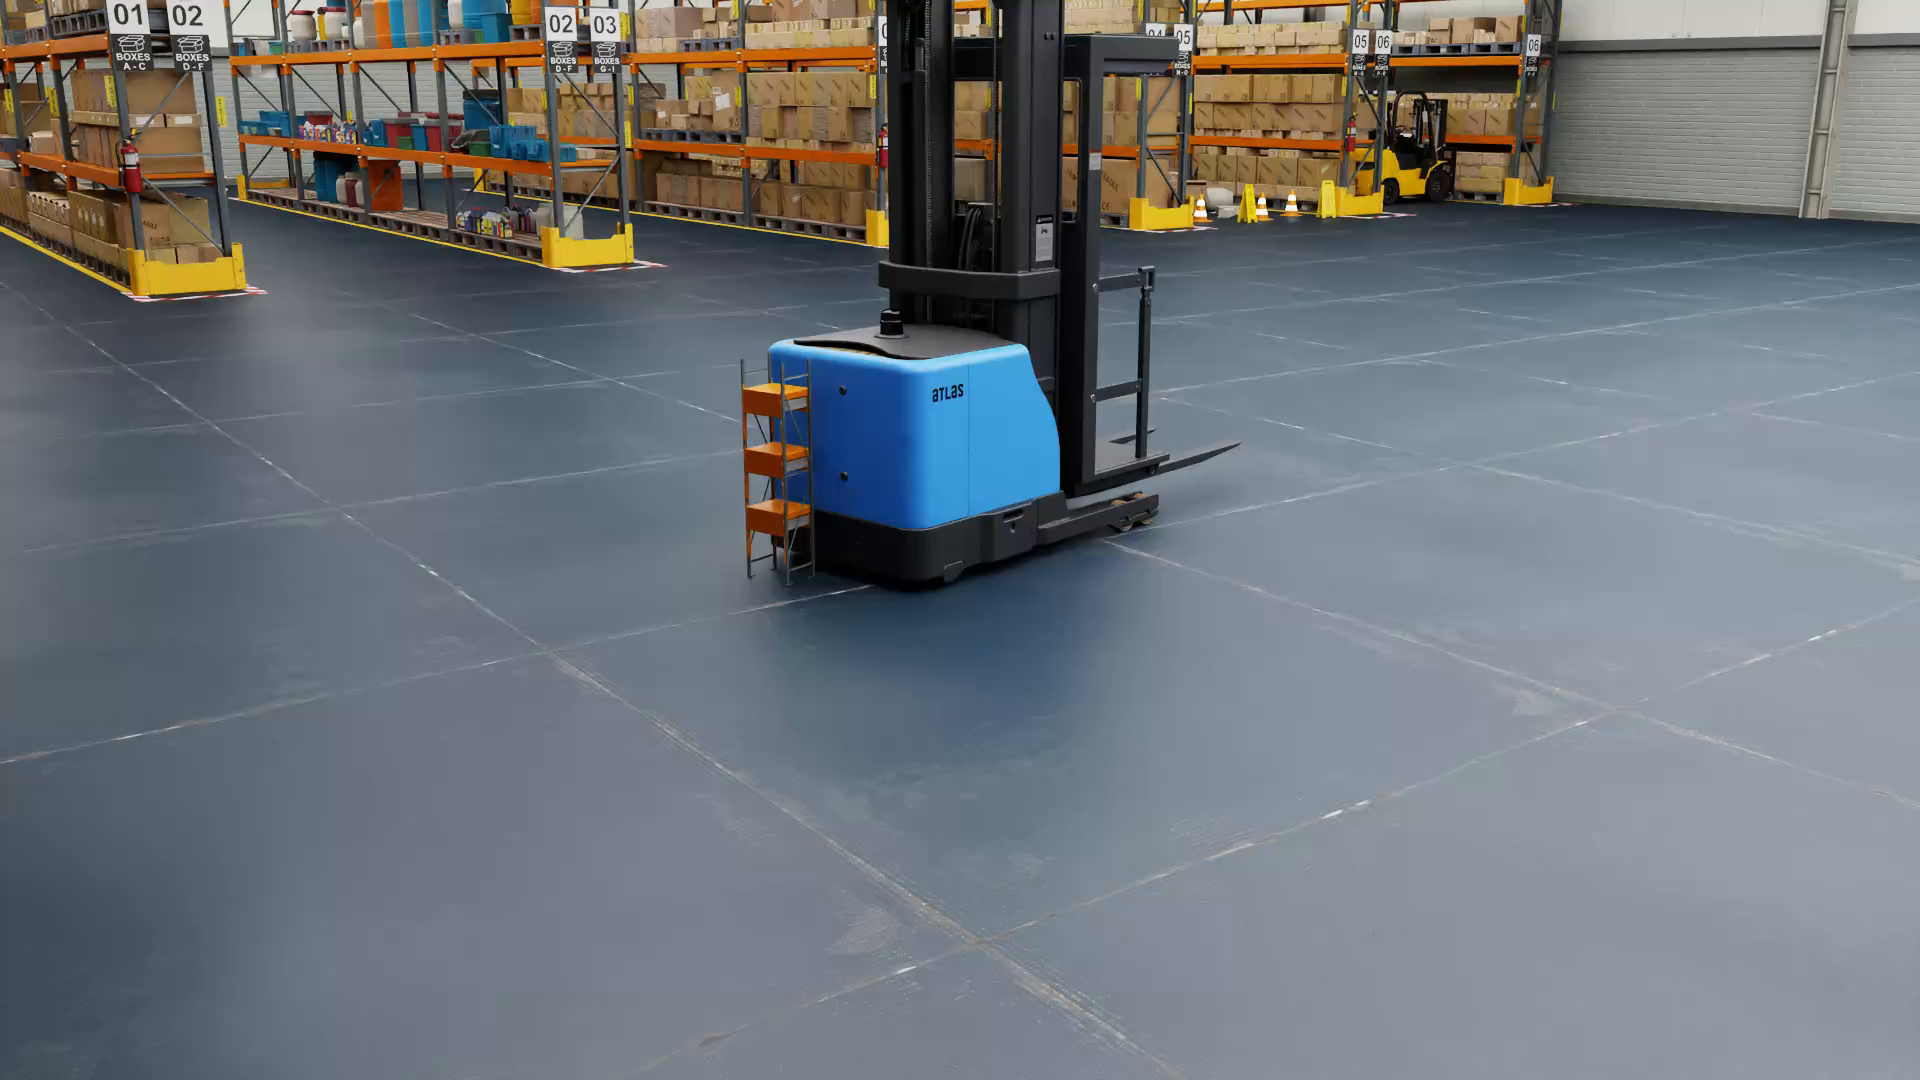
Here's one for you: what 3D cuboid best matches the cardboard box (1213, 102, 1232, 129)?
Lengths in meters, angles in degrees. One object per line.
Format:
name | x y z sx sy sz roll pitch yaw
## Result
cardboard box | 5.233 -8.175 32.008 0.500 0.500 0.500 -11 19 -35

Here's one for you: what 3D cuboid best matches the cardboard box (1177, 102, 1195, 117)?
cardboard box | 4.428 -8.681 33.063 0.500 0.500 0.500 -11 19 -36

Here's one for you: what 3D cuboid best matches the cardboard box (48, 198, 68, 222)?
cardboard box | -12.218 -4.554 22.885 0.500 0.311 0.500 -11 19 -35

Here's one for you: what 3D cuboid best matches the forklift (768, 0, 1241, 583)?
forklift | 0.414 -1.537 8.641 1.130 2.935 3.031 13 20 40

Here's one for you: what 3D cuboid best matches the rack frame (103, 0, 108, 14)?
rack frame | -8.794 -7.188 17.792 1.000 3.000 0.127 -11 19 -35

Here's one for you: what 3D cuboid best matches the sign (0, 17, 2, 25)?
sign | -13.938 -7.615 24.056 0.100 0.325 0.005 -11 19 -35

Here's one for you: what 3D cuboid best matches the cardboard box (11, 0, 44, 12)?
cardboard box | -13.749 -8.074 24.629 0.500 0.500 0.500 -11 19 -35

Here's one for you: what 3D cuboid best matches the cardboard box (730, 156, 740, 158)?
cardboard box | -5.141 -8.874 38.793 0.380 0.149 0.250 -12 19 -37

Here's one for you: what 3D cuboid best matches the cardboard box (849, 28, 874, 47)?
cardboard box | -1.268 -7.269 24.055 0.500 0.250 0.500 -10 18 -33

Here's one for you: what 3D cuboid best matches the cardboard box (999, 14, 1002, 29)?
cardboard box | 1.002 -9.055 29.030 0.500 0.250 0.500 -11 19 -34

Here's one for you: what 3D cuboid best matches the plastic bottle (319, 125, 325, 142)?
plastic bottle | -11.196 -7.160 29.289 0.152 0.276 0.135 -11 19 -35

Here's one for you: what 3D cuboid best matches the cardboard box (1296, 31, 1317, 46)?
cardboard box | 6.435 -9.065 30.051 0.500 0.250 0.500 -11 19 -35

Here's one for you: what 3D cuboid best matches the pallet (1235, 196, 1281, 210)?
pallet | 6.030 -6.480 31.852 1.003 0.211 1.213 -11 19 -35

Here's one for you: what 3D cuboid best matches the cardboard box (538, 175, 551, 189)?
cardboard box | -8.158 -7.725 34.347 0.875 0.875 0.875 -11 19 -35

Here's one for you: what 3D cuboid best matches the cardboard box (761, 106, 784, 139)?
cardboard box | -2.650 -6.659 26.472 0.875 0.500 0.500 -11 19 -35

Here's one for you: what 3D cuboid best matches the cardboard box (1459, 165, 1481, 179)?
cardboard box | 10.425 -7.422 33.479 0.500 0.250 0.500 -11 19 -35

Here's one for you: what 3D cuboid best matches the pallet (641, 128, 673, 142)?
pallet | -4.977 -7.311 29.971 1.213 0.211 1.003 -11 19 -35

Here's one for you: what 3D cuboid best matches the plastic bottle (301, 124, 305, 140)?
plastic bottle | -11.892 -7.396 30.136 0.061 0.283 0.133 -11 19 -35

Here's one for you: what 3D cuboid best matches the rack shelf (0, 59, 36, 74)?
rack shelf | -17.026 -8.384 29.206 1.077 0.370 4.000 -11 19 -35

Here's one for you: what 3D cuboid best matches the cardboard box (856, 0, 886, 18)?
cardboard box | -1.433 -8.070 24.996 0.500 0.500 0.500 -11 19 -35

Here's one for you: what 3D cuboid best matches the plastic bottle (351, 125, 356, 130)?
plastic bottle | -10.847 -7.291 29.777 0.097 0.271 0.097 0 15 0

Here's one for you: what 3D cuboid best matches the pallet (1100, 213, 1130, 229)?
pallet | 2.759 -5.393 27.881 1.003 0.211 1.213 -11 19 -35

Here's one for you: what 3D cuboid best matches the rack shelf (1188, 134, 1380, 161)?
rack shelf | 6.061 -7.450 31.475 1.077 0.370 4.000 -11 19 -35

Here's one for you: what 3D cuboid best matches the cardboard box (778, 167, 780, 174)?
cardboard box | -3.939 -8.280 37.188 0.380 0.149 0.250 -11 19 -34

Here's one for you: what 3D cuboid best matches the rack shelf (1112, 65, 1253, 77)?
rack shelf | 5.370 -11.376 40.138 1.077 0.370 4.000 -11 19 -35

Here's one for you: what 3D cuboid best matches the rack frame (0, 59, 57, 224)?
rack frame | -15.850 -6.857 27.947 1.000 3.000 0.127 -11 19 -35

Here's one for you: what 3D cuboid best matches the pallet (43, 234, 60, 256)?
pallet | -12.332 -4.216 23.579 1.003 0.211 1.213 -11 19 -35

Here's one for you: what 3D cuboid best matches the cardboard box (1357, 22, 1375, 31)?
cardboard box | 7.193 -9.187 29.744 0.380 0.149 0.250 -11 19 -35

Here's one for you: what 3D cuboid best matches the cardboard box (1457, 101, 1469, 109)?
cardboard box | 10.211 -8.752 33.451 0.380 0.149 0.250 -12 19 -36

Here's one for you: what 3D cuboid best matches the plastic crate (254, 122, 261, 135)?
plastic crate | -13.540 -8.042 32.481 0.416 0.233 0.300 -11 19 -35

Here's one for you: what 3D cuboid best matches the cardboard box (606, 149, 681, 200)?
cardboard box | -5.871 -6.868 31.216 1.225 0.875 0.875 -12 19 -37

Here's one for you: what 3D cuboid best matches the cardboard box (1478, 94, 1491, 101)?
cardboard box | 10.523 -8.789 33.023 0.380 0.149 0.250 -10 18 -33

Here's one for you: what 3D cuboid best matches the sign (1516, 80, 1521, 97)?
sign | 10.803 -8.732 32.156 0.100 0.325 0.005 -11 19 -35

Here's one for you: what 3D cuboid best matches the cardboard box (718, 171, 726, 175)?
cardboard box | -5.329 -8.389 38.149 0.380 0.149 0.250 -12 19 -37

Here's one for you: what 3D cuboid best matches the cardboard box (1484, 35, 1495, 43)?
cardboard box | 10.517 -9.847 32.680 0.380 0.149 0.250 -12 19 -36

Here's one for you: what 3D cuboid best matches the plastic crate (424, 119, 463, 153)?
plastic crate | -7.669 -6.003 24.707 0.402 0.464 0.583 -11 19 -35

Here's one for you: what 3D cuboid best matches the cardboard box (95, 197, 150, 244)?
cardboard box | -9.950 -3.812 19.814 0.500 0.500 0.500 -11 19 -35

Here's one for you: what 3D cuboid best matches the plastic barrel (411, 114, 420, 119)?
plastic barrel | -8.711 -6.638 26.936 0.421 0.512 0.421 0 15 0

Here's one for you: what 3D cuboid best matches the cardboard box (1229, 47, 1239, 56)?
cardboard box | 5.329 -9.285 31.611 0.380 0.149 0.250 -10 18 -33

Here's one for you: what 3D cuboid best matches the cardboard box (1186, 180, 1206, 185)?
cardboard box | 4.415 -6.579 31.662 0.500 0.500 0.500 1 15 4

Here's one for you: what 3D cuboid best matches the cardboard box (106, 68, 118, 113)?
cardboard box | -9.403 -5.193 19.220 0.700 0.500 0.500 -11 19 -36

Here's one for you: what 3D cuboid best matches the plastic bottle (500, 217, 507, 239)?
plastic bottle | -6.303 -4.311 22.956 0.061 0.283 0.133 -10 18 -33

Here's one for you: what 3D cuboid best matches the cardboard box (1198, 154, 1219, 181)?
cardboard box | 5.014 -7.294 32.535 0.500 0.500 0.500 -10 18 -32

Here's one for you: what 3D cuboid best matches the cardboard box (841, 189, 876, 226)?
cardboard box | -1.511 -5.086 25.418 0.500 0.500 0.500 -6 16 -20

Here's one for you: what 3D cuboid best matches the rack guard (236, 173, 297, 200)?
rack guard | -14.217 -7.276 34.215 1.175 0.500 0.348 -11 19 -35

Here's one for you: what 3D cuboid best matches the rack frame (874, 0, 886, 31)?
rack frame | -0.779 -8.725 23.408 1.000 3.000 0.127 -11 19 -35

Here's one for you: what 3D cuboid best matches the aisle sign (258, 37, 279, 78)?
aisle sign | -13.998 -9.794 33.753 0.394 0.787 0.004 -11 19 -35

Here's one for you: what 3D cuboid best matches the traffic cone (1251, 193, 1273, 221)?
traffic cone | 5.243 -5.793 28.864 0.336 0.463 0.334 -11 19 -35

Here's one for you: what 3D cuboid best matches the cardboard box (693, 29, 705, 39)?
cardboard box | -4.314 -8.607 28.306 0.380 0.166 0.250 -12 19 -36

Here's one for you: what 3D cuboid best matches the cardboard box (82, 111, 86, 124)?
cardboard box | -10.688 -5.258 20.687 0.380 0.149 0.250 -11 19 -35

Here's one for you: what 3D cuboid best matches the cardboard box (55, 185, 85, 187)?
cardboard box | -14.137 -5.370 26.414 0.500 0.500 0.500 -11 19 -35

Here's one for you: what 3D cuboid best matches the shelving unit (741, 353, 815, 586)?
shelving unit | -0.850 -0.330 7.791 0.252 1.050 0.215 11 19 34

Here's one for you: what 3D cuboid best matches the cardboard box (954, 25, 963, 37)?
cardboard box | 0.037 -9.288 30.448 0.500 0.250 0.500 -11 19 -35
